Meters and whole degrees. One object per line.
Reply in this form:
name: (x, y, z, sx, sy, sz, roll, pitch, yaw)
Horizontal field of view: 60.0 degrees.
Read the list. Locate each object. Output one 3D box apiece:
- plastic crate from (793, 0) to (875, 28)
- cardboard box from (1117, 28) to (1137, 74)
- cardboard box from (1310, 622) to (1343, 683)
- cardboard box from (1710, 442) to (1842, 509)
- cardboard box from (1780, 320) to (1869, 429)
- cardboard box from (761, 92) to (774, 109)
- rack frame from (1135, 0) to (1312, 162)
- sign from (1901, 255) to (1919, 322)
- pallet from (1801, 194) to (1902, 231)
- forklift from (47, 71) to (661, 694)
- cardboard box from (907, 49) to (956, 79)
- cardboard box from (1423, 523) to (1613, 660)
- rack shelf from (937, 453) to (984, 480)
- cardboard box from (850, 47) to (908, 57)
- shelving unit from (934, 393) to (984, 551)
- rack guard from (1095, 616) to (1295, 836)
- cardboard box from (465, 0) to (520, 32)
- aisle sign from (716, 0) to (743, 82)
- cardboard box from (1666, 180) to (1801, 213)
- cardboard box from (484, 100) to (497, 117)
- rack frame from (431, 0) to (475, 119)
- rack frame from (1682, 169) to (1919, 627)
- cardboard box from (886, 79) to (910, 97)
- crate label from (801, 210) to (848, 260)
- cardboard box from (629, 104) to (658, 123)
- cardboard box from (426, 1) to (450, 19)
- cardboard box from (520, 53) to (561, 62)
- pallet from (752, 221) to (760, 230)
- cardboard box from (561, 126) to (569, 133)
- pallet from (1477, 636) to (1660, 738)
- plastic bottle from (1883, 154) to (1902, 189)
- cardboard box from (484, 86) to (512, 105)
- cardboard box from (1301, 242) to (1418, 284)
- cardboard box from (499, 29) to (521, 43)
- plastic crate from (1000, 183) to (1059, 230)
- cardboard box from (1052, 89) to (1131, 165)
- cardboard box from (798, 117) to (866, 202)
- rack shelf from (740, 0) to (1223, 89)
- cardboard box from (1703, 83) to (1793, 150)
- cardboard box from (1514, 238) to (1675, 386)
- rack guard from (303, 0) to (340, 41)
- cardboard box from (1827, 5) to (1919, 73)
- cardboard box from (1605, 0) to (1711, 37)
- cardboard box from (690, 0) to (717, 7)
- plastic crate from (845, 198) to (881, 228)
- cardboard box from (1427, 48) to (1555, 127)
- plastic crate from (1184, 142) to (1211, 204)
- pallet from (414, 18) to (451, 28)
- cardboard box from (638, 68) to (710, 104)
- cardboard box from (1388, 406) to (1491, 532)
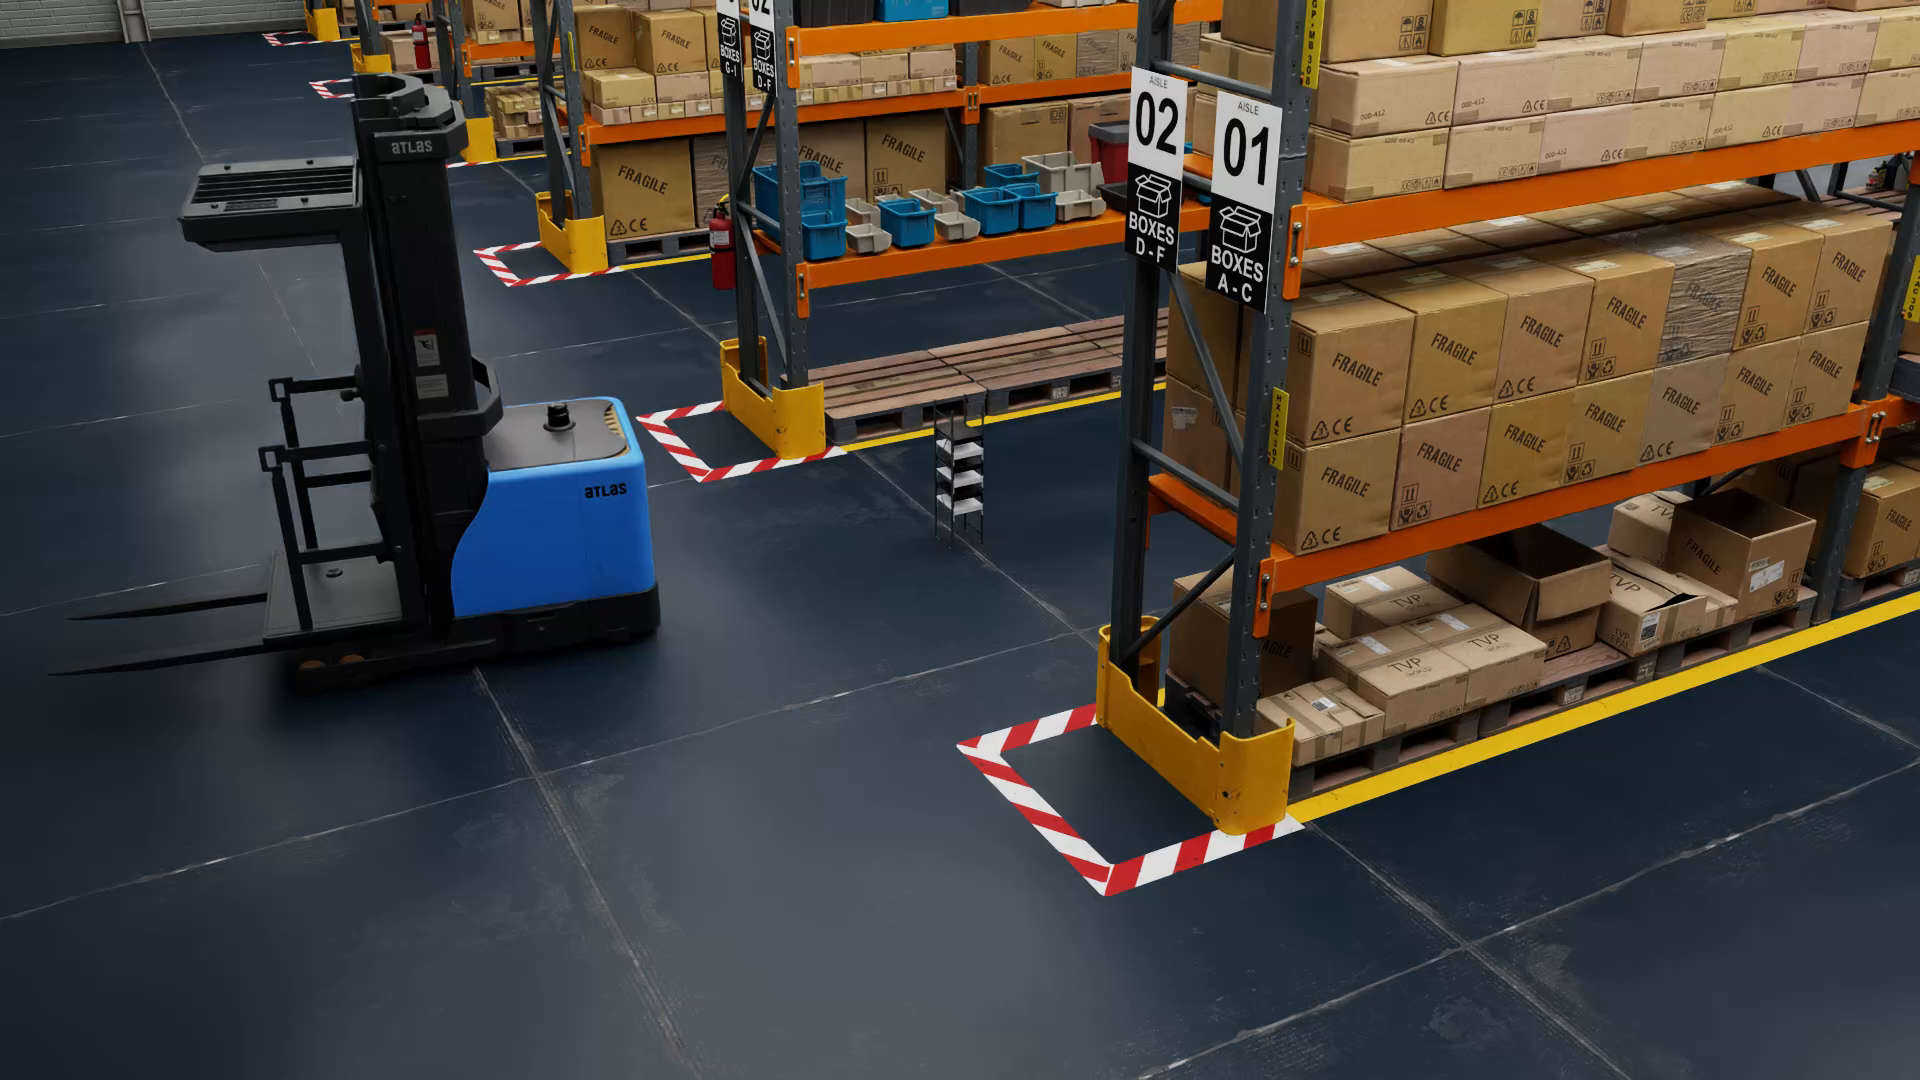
plastic crate: (-0.843, -3.420, 10.534, 0.590, 0.269, 0.497, -13, 29, -25)
cardboard box: (1.747, -5.216, 17.474, 0.500, 0.500, 0.500, -12, 28, -24)
cardboard box: (1.778, 0.564, 8.316, 0.250, 0.166, 0.380, -13, 29, -25)
cardboard box: (4.844, -0.358, 9.851, 0.500, 0.500, 0.500, -13, 29, -25)
cardboard box: (4.223, -0.922, 8.531, 0.500, 0.500, 0.500, -12, 28, -24)
cardboard box: (-1.819, -4.193, 15.749, 0.250, 0.149, 0.380, -14, 29, -26)
rack frame: (1.014, -2.967, 5.973, 0.127, 3.000, 1.000, -13, 29, -25)
sign: (4.806, -1.261, 8.353, 0.005, 0.325, 0.100, -13, 29, -25)
pallet: (8.600, -3.167, 16.543, 1.213, 0.211, 1.003, -13, 29, -25)
forklift: (-3.209, -0.789, 8.448, 3.031, 2.935, 1.130, -8, 27, -16)
cardboard box: (-0.381, -4.737, 16.422, 0.500, 0.250, 0.500, -14, 29, -26)
cardboard box: (2.888, 0.235, 8.612, 0.637, 0.503, 0.797, -13, 29, -25)
rack shelf: (-0.007, -0.455, 9.968, 0.200, 0.077, 0.258, -13, 29, -25)
cardboard box: (-0.838, -4.969, 16.039, 0.500, 0.500, 0.500, -13, 28, -25)
shelving unit: (-0.007, -0.404, 9.993, 0.210, 0.900, 0.258, -13, 29, -25)
rack guard: (1.081, 0.849, 7.845, 0.348, 0.500, 1.175, -13, 29, -25)
cardboard box: (-5.363, -6.126, 19.026, 0.500, 0.500, 0.500, -12, 28, -23)
aisle sign: (-1.515, -3.424, 10.853, 0.004, 0.787, 0.394, -13, 29, -25)
cardboard box: (3.995, -1.584, 8.754, 0.500, 0.500, 0.500, -12, 28, -24)
cardboard box: (-5.557, -5.216, 20.054, 0.250, 0.149, 0.380, -14, 29, -26)
rack frame: (-5.889, -5.961, 19.141, 0.127, 3.000, 1.000, -13, 29, -25)
rack frame: (4.544, -1.077, 8.968, 0.127, 3.000, 1.000, -13, 29, -25)
cardboard box: (-0.683, -4.456, 16.296, 0.250, 0.149, 0.380, -14, 29, -26)
crate label: (-0.941, -2.031, 11.079, 0.303, 0.233, 0.416, -13, 29, -25)
cardboard box: (-2.950, -3.932, 15.205, 0.250, 0.149, 0.380, -13, 29, -26)
cardboard box: (-8.776, -9.105, 28.093, 0.500, 0.500, 0.500, -12, 28, -24)
cardboard box: (-6.172, -7.411, 24.635, 0.875, 0.438, 0.875, -14, 29, -27)
pallet: (-1.900, -3.229, 16.672, 1.213, 0.211, 1.003, -13, 29, -25)
cardboard box: (-4.868, -4.987, 19.922, 0.250, 0.149, 0.380, -13, 28, -25)
pallet: (2.859, 0.570, 8.760, 1.213, 0.211, 1.003, -13, 29, -25)
plastic bottle: (9.708, -3.844, 17.284, 0.185, 0.351, 0.144, -14, 29, -26)
cardboard box: (-5.541, -5.338, 19.965, 0.250, 0.149, 0.380, -13, 28, -25)
cardboard box: (1.723, -1.057, 7.656, 0.500, 0.500, 0.500, -12, 28, -24)
cardboard box: (-5.244, -5.856, 19.213, 0.250, 0.149, 0.380, -12, 28, -23)
plastic crate: (0.486, -2.360, 11.765, 0.300, 0.233, 0.416, -13, 29, -25)
cardboard box: (1.229, -4.413, 17.886, 0.875, 0.875, 1.225, -14, 29, -27)
cardboard box: (-1.529, -3.805, 16.621, 0.875, 0.875, 0.875, -13, 29, -25)
rack shelf: (0.451, -3.590, 11.568, 4.000, 0.370, 1.077, -13, 29, -25)
cardboard box: (3.356, -1.958, 7.511, 0.500, 0.250, 0.500, -13, 29, -25)
cardboard box: (2.879, -1.061, 7.664, 0.500, 0.500, 0.500, -13, 29, -26)
rack guard: (-10.579, -8.615, 27.556, 0.348, 0.500, 1.175, -13, 29, -25)
cardboard box: (4.242, -2.384, 7.821, 0.500, 0.250, 0.500, -13, 29, -25)
cardboard box: (2.817, -2.500, 7.195, 0.500, 0.500, 0.700, -13, 29, -25)
cardboard box: (-3.112, -6.643, 20.103, 0.500, 0.500, 0.500, -14, 29, -26)
plastic crate: (-0.679, -2.298, 11.747, 0.243, 0.136, 0.396, -13, 29, -25)
cardboard box: (2.034, -1.877, 6.764, 0.500, 0.250, 0.500, -13, 29, -25)
plastic crate: (1.965, -2.764, 12.431, 0.575, 0.384, 0.392, -13, 29, -25)
pallet: (-8.801, -8.894, 28.471, 1.213, 0.211, 1.003, -13, 29, -25)
cardboard box: (-2.638, -4.216, 15.336, 0.500, 0.250, 0.500, -13, 29, -26)
cardboard box: (1.982, -0.404, 7.451, 0.500, 0.500, 0.500, -13, 29, -26)
